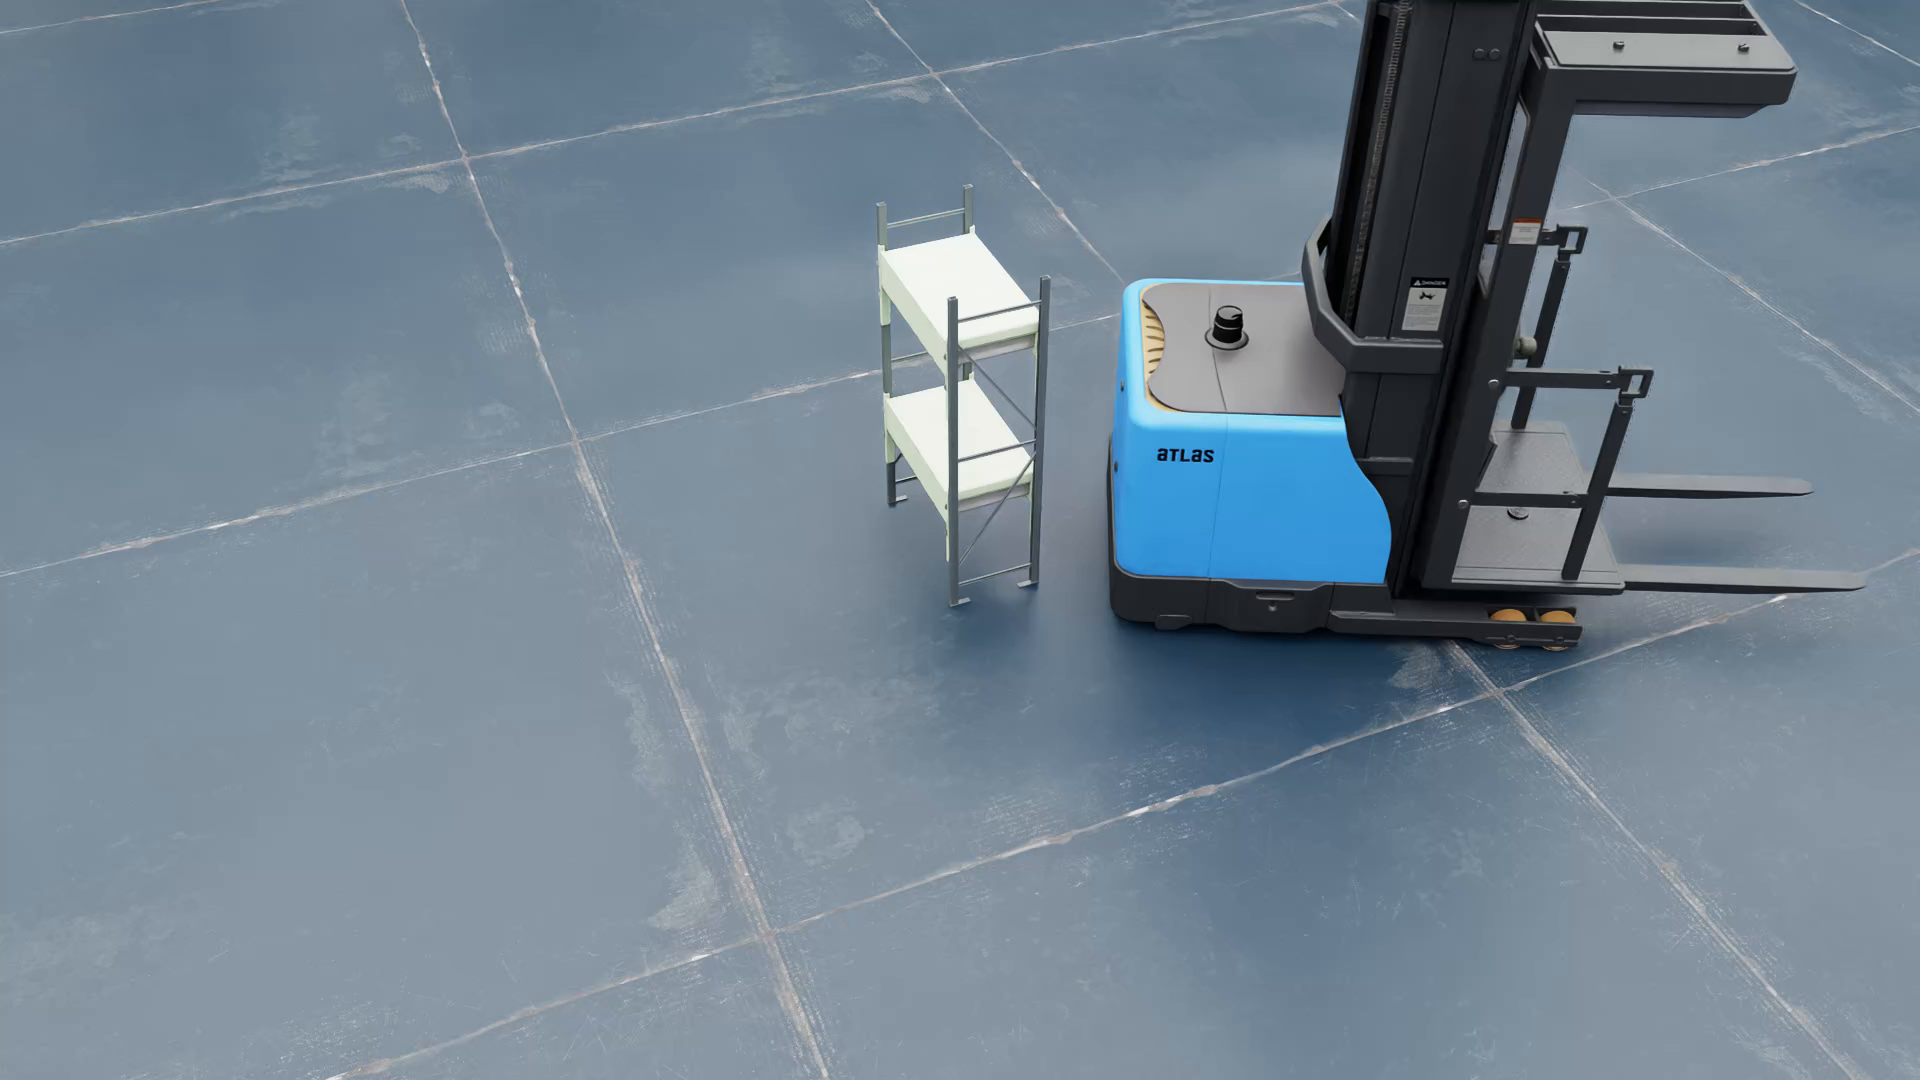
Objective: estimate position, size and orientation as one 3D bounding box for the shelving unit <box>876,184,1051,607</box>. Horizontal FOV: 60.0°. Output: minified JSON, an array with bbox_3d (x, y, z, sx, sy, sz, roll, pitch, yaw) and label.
[{"bbox_3d":[0.003,-0.565,6.756,0.431,1.500,0.755,-15,43,-17],"label":"shelving unit"}]

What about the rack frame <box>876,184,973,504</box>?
[{"bbox_3d":[-0.137,-0.785,7.013,0.400,1.500,0.023,-15,43,-17],"label":"rack frame"}]

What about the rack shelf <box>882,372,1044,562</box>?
[{"bbox_3d":[0.003,-0.317,6.969,0.431,0.370,0.720,-15,43,-17],"label":"rack shelf"}]

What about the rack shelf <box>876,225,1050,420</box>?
[{"bbox_3d":[0.003,-0.861,6.502,0.431,0.370,0.720,-15,43,-17],"label":"rack shelf"}]

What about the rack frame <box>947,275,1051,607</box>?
[{"bbox_3d":[0.143,-0.344,6.500,0.400,1.500,0.023,-15,43,-17],"label":"rack frame"}]

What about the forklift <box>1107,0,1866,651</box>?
[{"bbox_3d":[2.151,-1.021,6.190,3.031,2.935,1.130,2,41,2],"label":"forklift"}]
